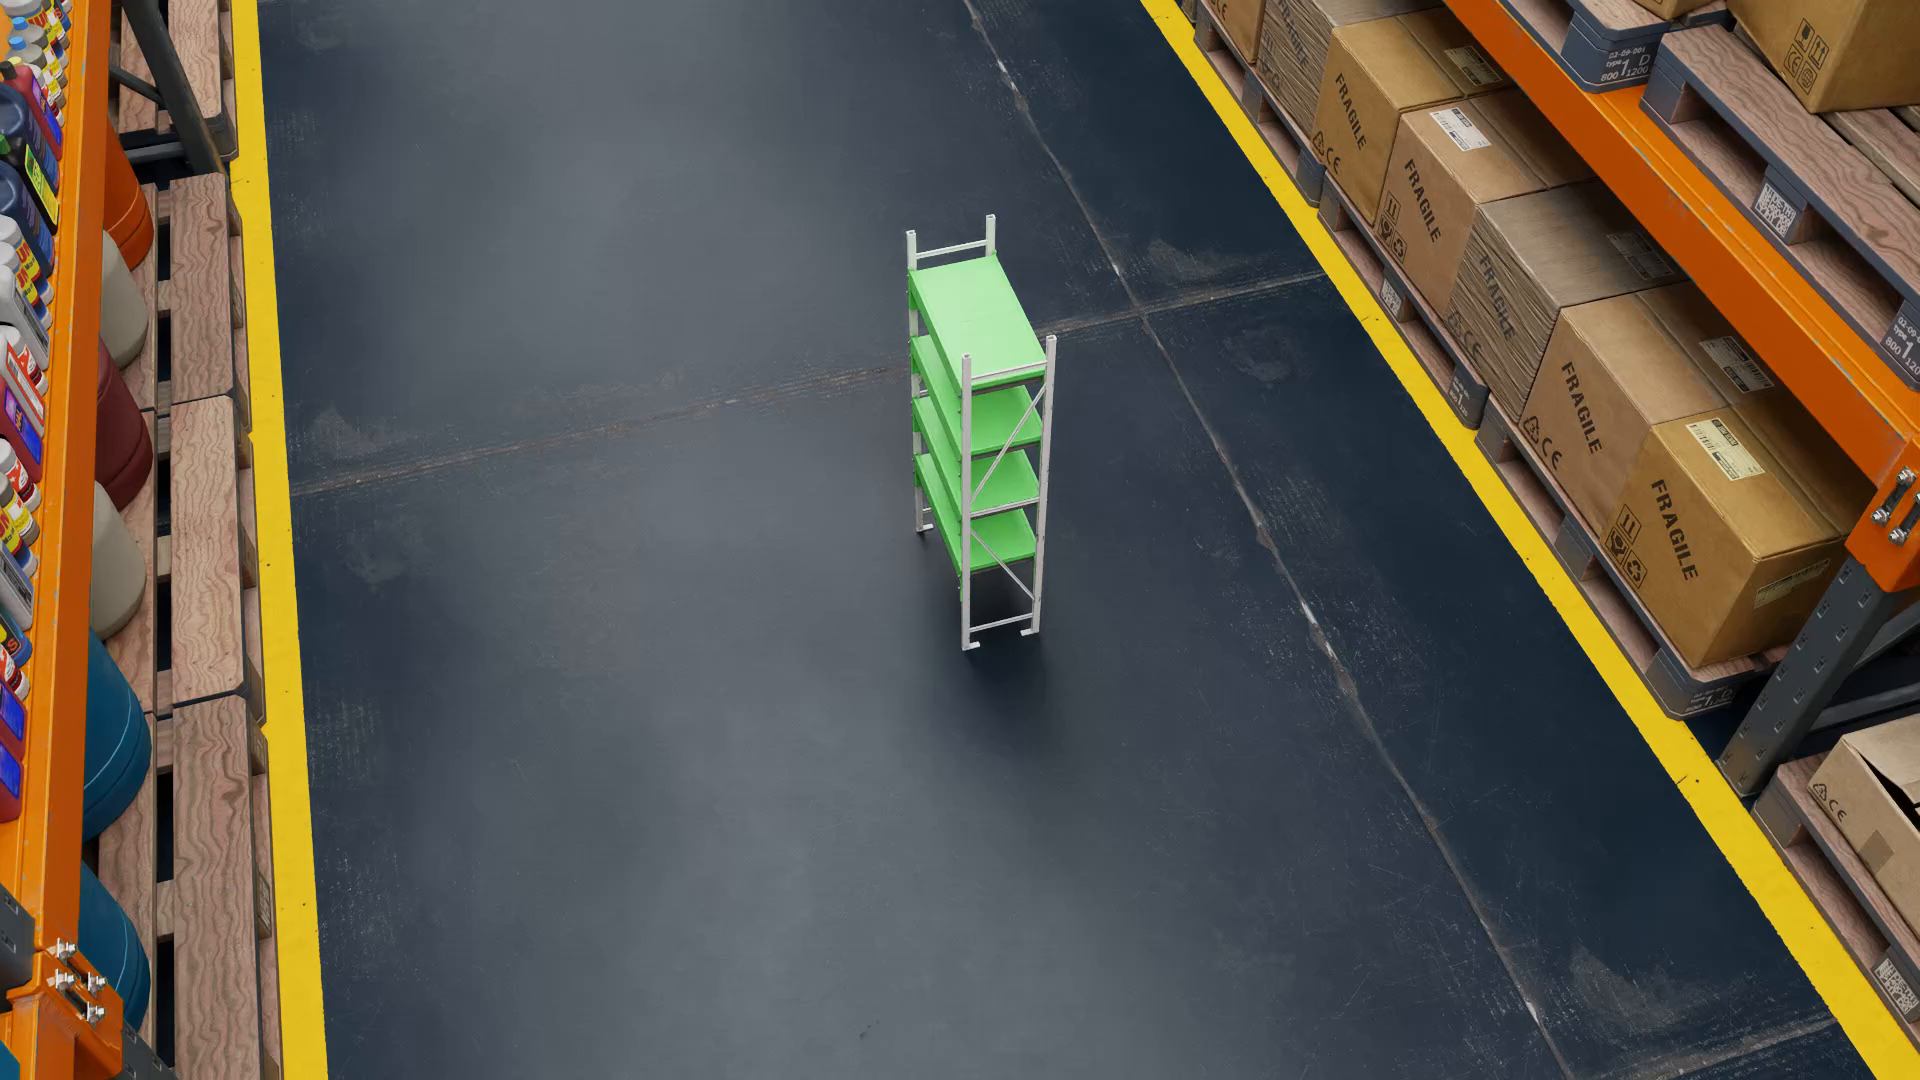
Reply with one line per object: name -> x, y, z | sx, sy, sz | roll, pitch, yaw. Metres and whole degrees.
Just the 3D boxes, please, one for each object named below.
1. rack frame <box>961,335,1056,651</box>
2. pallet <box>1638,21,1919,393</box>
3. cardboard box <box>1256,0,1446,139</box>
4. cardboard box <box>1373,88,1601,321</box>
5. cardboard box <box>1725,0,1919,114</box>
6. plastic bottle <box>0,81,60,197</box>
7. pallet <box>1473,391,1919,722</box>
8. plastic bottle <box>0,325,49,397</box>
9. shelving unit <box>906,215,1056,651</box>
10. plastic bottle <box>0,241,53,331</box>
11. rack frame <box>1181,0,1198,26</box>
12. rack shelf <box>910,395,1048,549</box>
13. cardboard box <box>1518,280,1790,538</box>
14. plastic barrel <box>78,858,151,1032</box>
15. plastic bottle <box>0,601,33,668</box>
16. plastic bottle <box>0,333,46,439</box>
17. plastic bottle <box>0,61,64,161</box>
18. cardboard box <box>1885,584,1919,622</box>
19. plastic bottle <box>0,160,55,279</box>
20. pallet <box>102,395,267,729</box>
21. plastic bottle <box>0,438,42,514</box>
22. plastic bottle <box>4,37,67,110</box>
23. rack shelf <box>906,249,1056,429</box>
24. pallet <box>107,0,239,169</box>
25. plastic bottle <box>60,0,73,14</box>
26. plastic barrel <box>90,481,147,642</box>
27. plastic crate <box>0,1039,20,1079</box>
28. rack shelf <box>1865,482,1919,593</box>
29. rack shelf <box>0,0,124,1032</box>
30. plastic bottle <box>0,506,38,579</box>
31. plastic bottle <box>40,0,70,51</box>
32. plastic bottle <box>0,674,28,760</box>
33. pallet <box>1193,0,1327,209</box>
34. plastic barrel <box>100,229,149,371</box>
rack frame -> 0.121, -0.088, 4.539 | 0.240, 1.200, 0.015 | -13, 51, -11
pallet -> 2.501, -0.947, 4.212 | 1.003, 0.211, 1.213 | -13, 51, -11
cardboard box -> 1.472, -1.880, 6.220 | 0.500, 0.500, 0.500 | -15, 51, -12
cardboard box -> 1.774, -1.132, 5.590 | 0.500, 0.500, 0.500 | -15, 51, -12
cardboard box -> 2.442, -1.453, 4.173 | 0.700, 0.500, 0.500 | -6, 50, -5
plastic bottle -> -2.411, -1.029, 4.188 | 0.144, 0.351, 0.185 | -13, 51, -11
pallet -> 2.356, -0.087, 5.186 | 1.003, 0.211, 1.213 | -13, 51, -11
plastic bottle -> -2.155, -0.411, 3.764 | 0.097, 0.201, 0.097 | 0, 50, 0
shelving unit -> 0.049, -0.266, 4.689 | 0.258, 1.200, 0.503 | -13, 51, -11
plastic bottle -> -2.224, -0.603, 3.880 | 0.097, 0.271, 0.097 | 0, 50, 0
rack frame -> 1.450, -3.322, 6.089 | 1.000, 3.000, 0.127 | -13, 51, -11
rack shelf -> 0.049, -0.225, 4.738 | 0.258, 0.148, 0.480 | -13, 51, -11
cardboard box -> 2.075, -0.395, 4.968 | 0.500, 0.500, 0.500 | -13, 51, -11
plastic barrel -> -2.245, 0.856, 3.664 | 0.600, 0.901, 0.708 | -13, 51, -11
plastic bottle -> -1.921, 0.145, 3.250 | 0.097, 0.271, 0.097 | 0, 50, 0
plastic bottle -> -2.147, -0.344, 3.659 | 0.152, 0.276, 0.135 | -13, 51, -11
plastic bottle -> -2.418, -1.133, 4.320 | 0.061, 0.283, 0.133 | -13, 51, -11
cardboard box -> 2.722, -0.145, 4.758 | 0.500, 0.500, 0.500 | -15, 52, -13
plastic bottle -> -2.317, -0.797, 3.992 | 0.144, 0.351, 0.185 | -13, 51, -11
pallet -> -2.653, 0.150, 4.986 | 1.003, 0.211, 1.213 | -13, 51, -11
plastic bottle -> -2.047, -0.144, 3.539 | 0.097, 0.201, 0.097 | 0, 50, 0
plastic bottle -> -2.498, -1.258, 4.479 | 0.097, 0.201, 0.097 | 0, 50, 0
rack shelf -> 0.049, -0.534, 4.371 | 0.258, 0.148, 0.480 | -13, 51, -11
pallet -> -3.475, -1.881, 6.697 | 1.003, 0.211, 1.213 | -13, 51, -11
plastic bottle -> -2.642, -1.614, 4.778 | 0.097, 0.201, 0.097 | 0, 50, 0
plastic barrel -> -2.536, 0.032, 4.613 | 0.421, 0.512, 0.421 | 0, 50, 0
plastic crate -> -1.636, 0.966, 2.445 | 0.392, 0.384, 0.575 | -13, 51, -11
rack shelf -> 3.224, 1.292, 2.669 | 1.077, 0.370, 4.000 | -13, 51, -11
rack shelf -> -2.692, -0.512, 4.190 | 1.077, 0.370, 4.000 | -13, 51, -11
plastic bottle -> -1.989, -0.024, 3.393 | 0.097, 0.271, 0.097 | 0, 50, 0
plastic bottle -> -2.585, -1.472, 4.659 | 0.097, 0.201, 0.097 | 0, 50, 0
plastic bottle -> -1.841, 0.293, 3.118 | 0.061, 0.283, 0.133 | -13, 51, -11
pallet -> 1.634, -1.869, 6.688 | 1.003, 0.211, 1.213 | -13, 51, -11
plastic barrel -> -2.870, -0.793, 5.309 | 0.421, 0.512, 0.421 | 0, 50, 0
